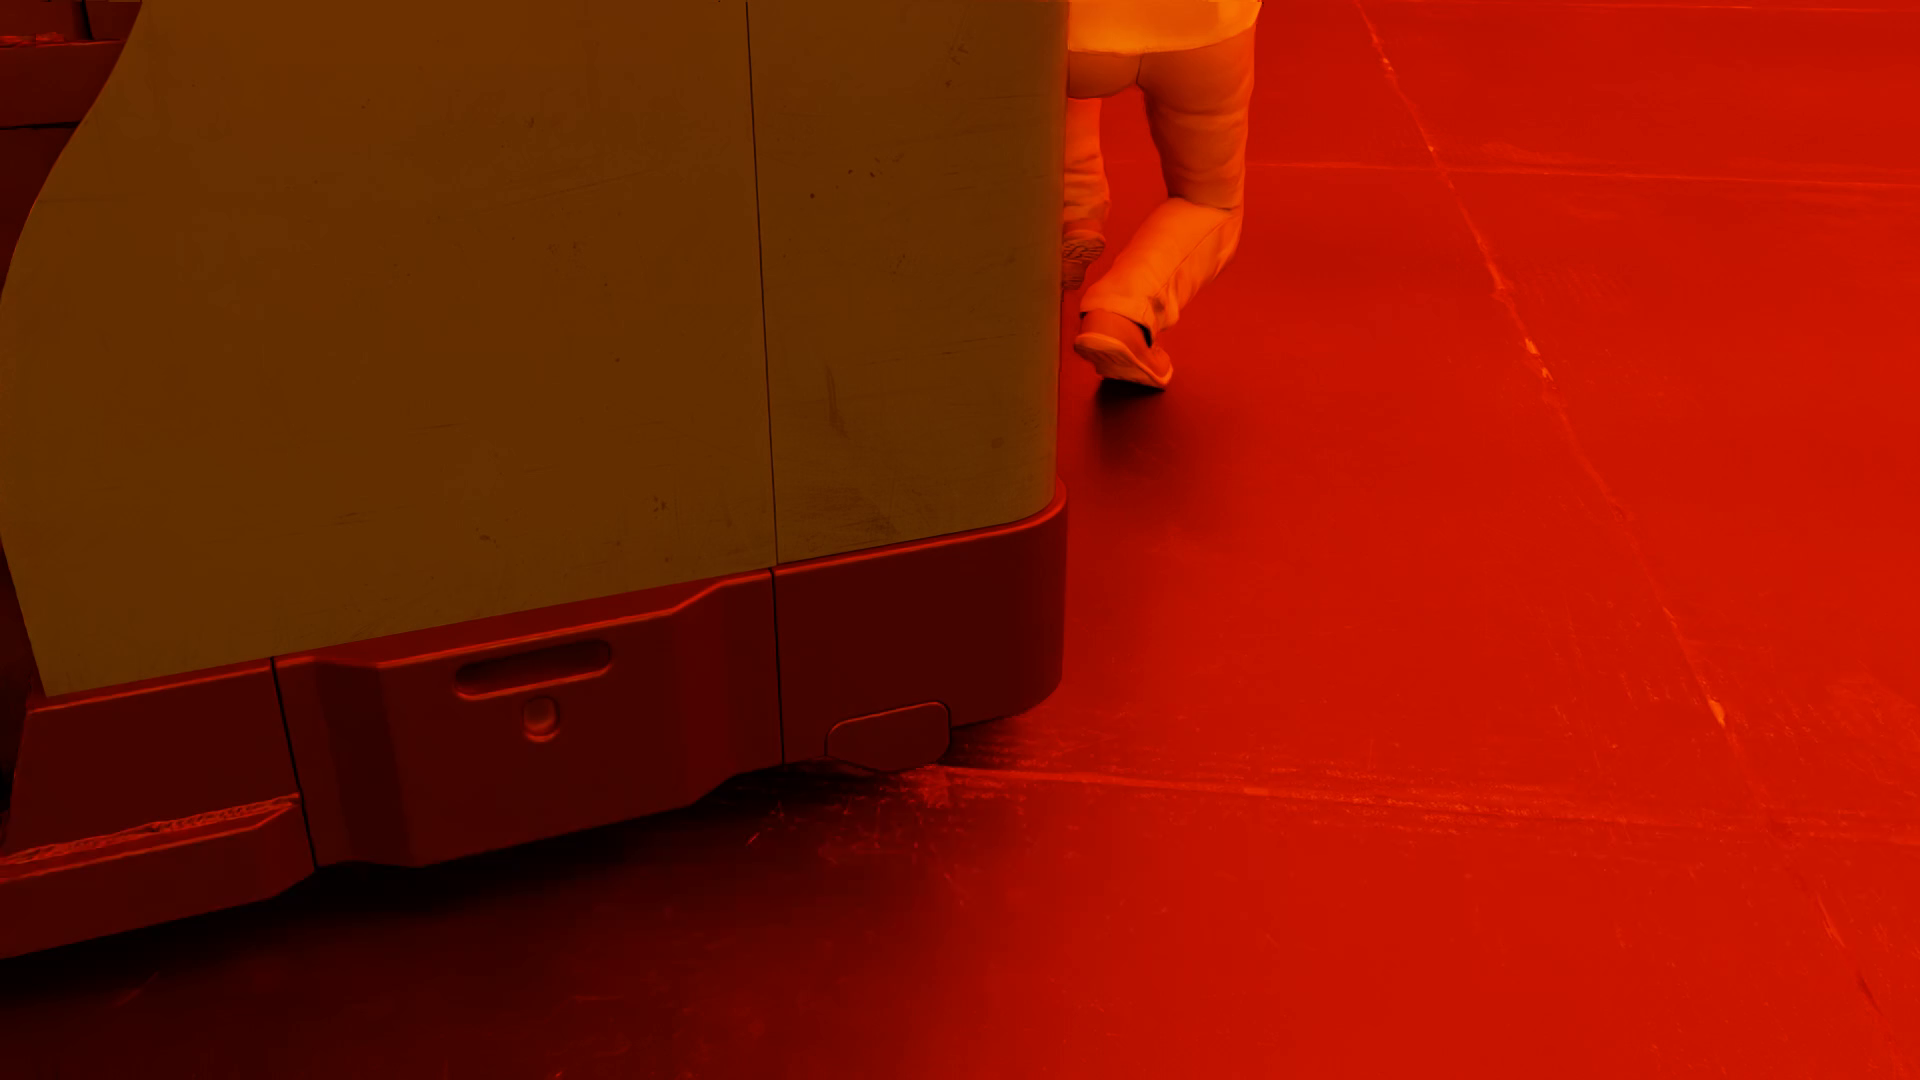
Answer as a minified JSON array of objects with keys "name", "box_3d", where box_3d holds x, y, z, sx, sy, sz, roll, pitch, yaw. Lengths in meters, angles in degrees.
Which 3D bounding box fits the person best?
[{"name":"person","box_3d":[0.041,-1.027,3.005,1.005,1.440,0.858,1,27,2]}]

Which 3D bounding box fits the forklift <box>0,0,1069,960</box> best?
[{"name":"forklift","box_3d":[-1.445,-1.024,1.269,3.031,2.935,1.130,-10,28,-20]}]
